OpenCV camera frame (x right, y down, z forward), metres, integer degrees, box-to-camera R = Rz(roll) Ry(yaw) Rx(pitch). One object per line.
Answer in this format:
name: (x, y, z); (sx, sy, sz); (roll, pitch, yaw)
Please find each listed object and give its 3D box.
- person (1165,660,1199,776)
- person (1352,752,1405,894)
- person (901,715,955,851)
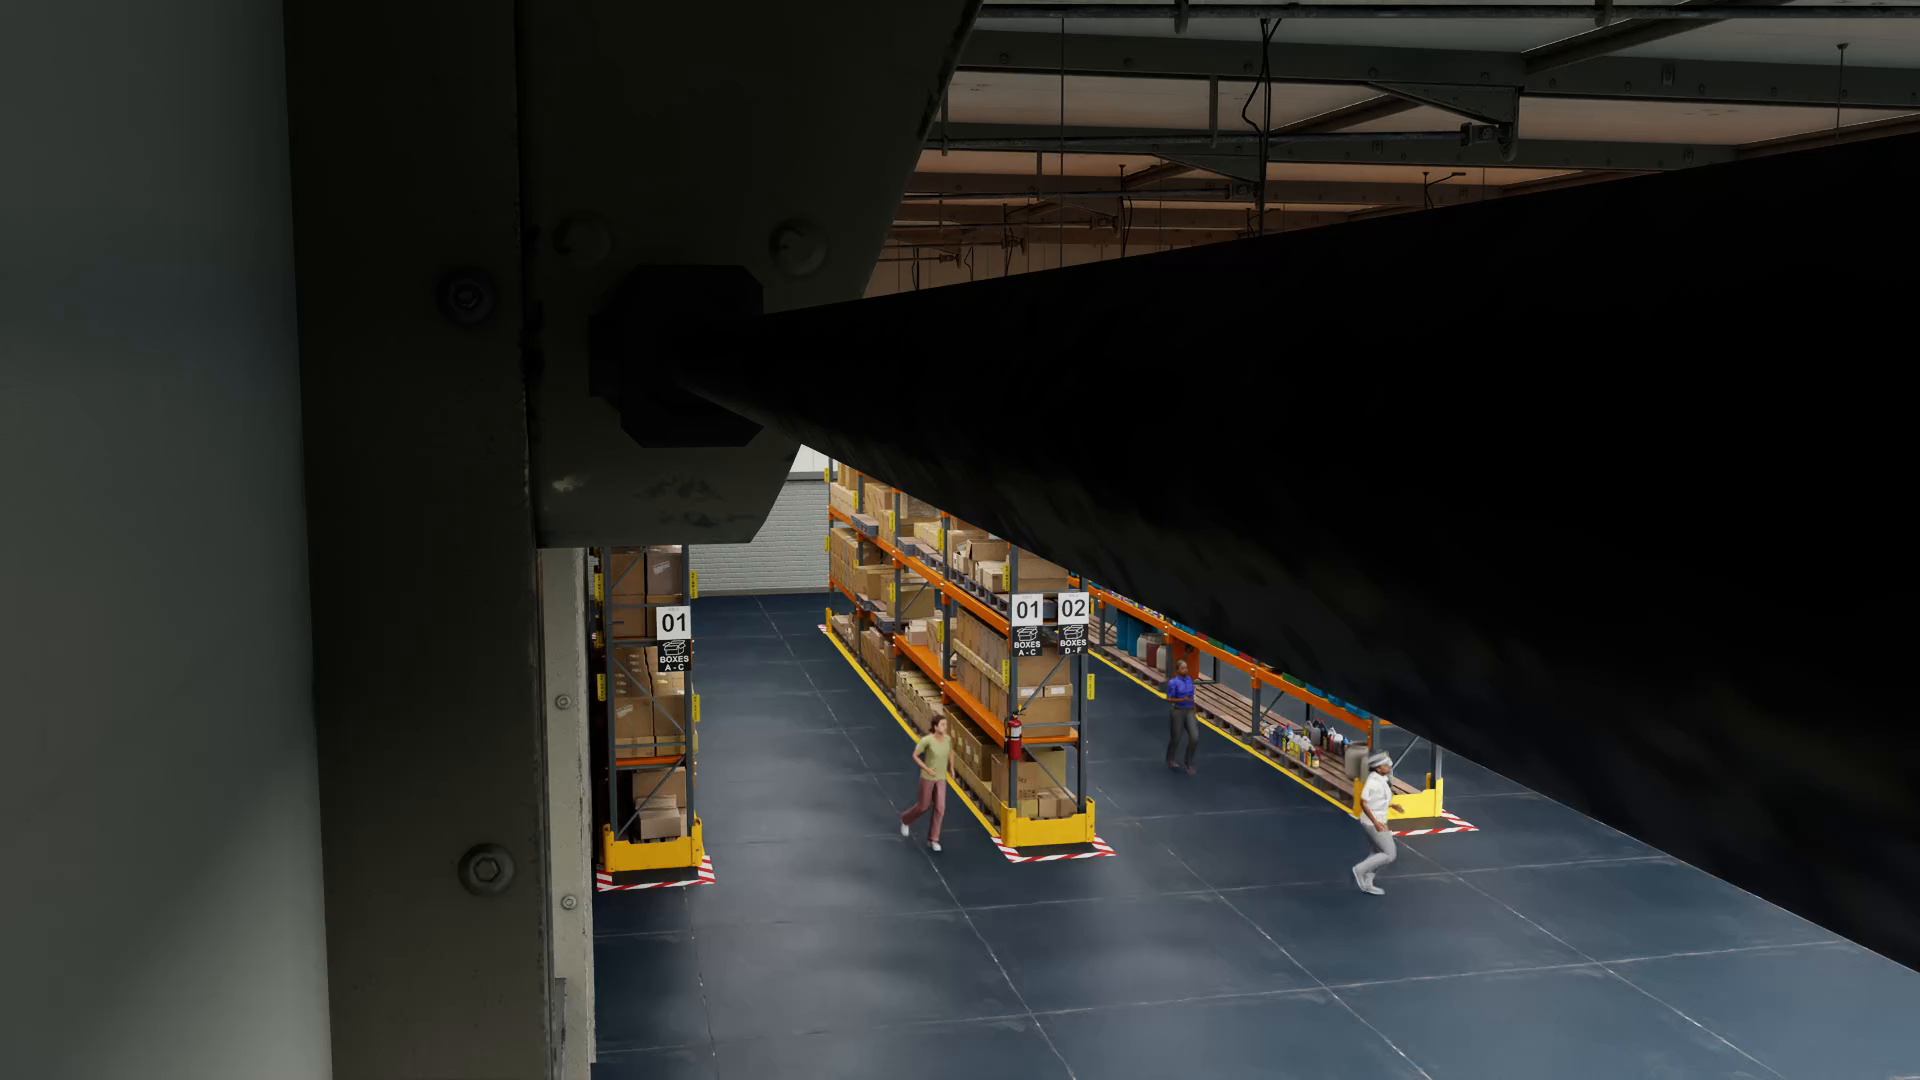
person: (3.279, 2.618, 24.474); (0.555, 1.713, 0.702); (-3, 7, -23)
person: (4.819, 3.218, 19.124); (0.571, 1.613, 0.566); (2, 7, 14)
person: (-0.320, 3.019, 21.070); (0.652, 1.646, 0.825); (-4, 8, -32)
